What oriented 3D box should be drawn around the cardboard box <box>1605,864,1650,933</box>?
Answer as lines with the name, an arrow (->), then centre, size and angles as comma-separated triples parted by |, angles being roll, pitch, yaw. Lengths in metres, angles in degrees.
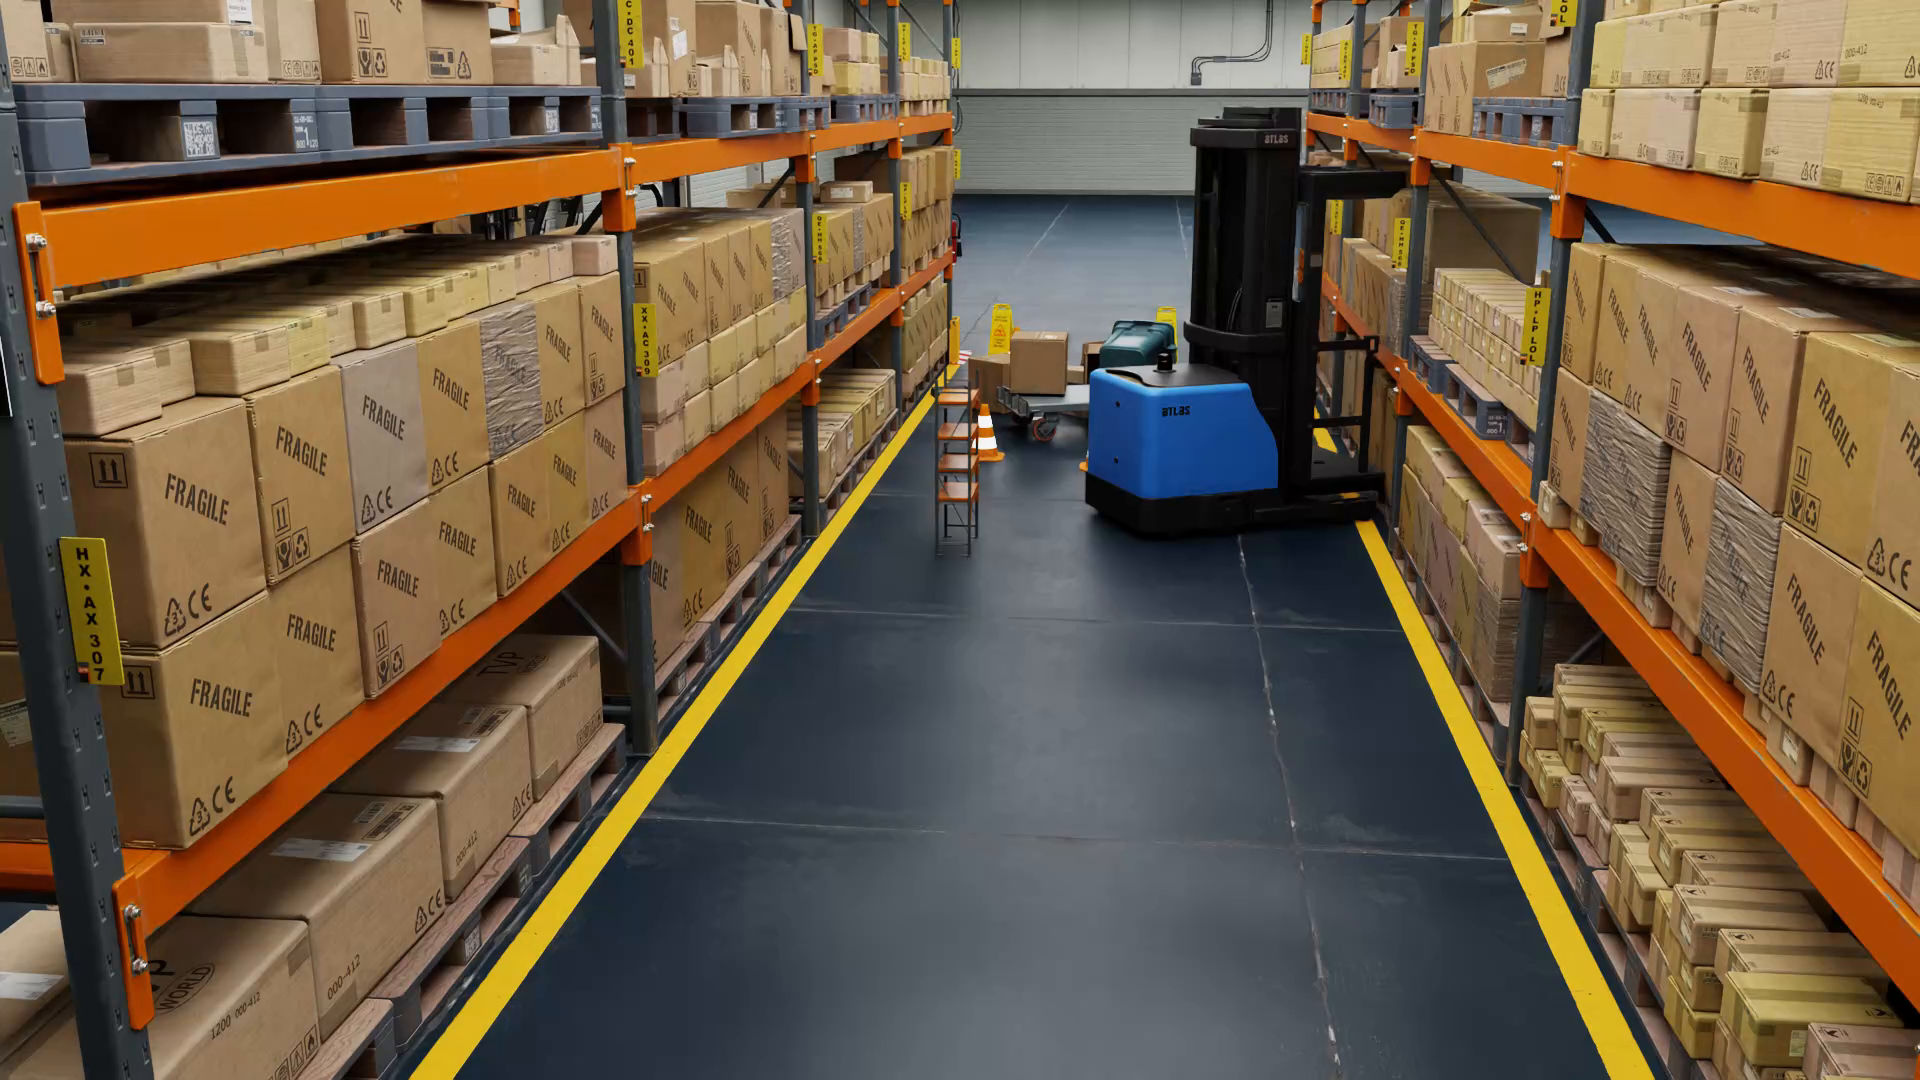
cardboard box -> 2.517, 1.270, 5.877 | 0.380, 0.149, 0.250 | 1, 15, 5

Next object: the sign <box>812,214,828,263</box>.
sign -> -0.943, -2.027, 11.193 | 0.100, 0.325, 0.005 | 2, 15, 6

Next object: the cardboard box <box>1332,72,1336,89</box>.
cardboard box -> 3.724, -4.346, 15.728 | 0.380, 0.149, 0.250 | 2, 15, 7

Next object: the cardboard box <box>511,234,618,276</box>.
cardboard box -> -1.665, -1.201, 7.007 | 0.380, 0.149, 0.250 | 1, 15, 5

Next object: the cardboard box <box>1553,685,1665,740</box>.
cardboard box -> 2.649, 0.713, 6.797 | 0.380, 0.149, 0.250 | 2, 15, 9

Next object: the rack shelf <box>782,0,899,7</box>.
rack shelf -> -1.269, -4.358, 12.683 | 1.077, 0.370, 4.000 | 2, 15, 6

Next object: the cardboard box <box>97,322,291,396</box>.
cardboard box -> -1.980, -0.471, 4.306 | 0.380, 0.149, 0.250 | 2, 15, 8

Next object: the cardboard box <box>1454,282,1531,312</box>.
cardboard box -> 3.100, -1.416, 9.691 | 0.380, 0.149, 0.250 | 1, 15, 4

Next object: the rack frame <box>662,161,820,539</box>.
rack frame -> -1.495, -1.483, 11.402 | 1.000, 3.000, 0.127 | 2, 15, 6

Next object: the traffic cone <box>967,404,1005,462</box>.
traffic cone -> 0.208, -0.933, 14.227 | 0.336, 0.463, 0.334 | 2, 15, 6

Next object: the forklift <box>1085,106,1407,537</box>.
forklift -> 2.507, -1.654, 12.162 | 3.031, 2.935, 1.130 | -6, 16, -20

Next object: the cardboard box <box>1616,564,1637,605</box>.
cardboard box -> 2.563, 0.132, 5.907 | 0.380, 0.149, 0.250 | 2, 15, 7

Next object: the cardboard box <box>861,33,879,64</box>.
cardboard box -> -0.982, -4.186, 14.176 | 0.500, 0.250, 0.500 | 2, 15, 8

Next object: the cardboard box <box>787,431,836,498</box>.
cardboard box -> -1.421, -0.564, 12.231 | 0.950, 0.372, 0.625 | 1, 15, 2

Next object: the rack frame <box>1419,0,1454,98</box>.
rack frame -> 3.435, -4.260, 10.176 | 1.000, 3.000, 0.127 | 2, 15, 6

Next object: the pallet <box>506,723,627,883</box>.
pallet -> -2.110, 1.095, 7.208 | 1.003, 0.211, 1.213 | 2, 15, 6

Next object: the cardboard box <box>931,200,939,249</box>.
cardboard box -> -0.500, -3.342, 17.513 | 0.500, 0.500, 0.500 | 2, 15, 6

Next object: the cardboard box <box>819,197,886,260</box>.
cardboard box -> -0.922, -2.660, 14.188 | 0.500, 0.500, 0.500 | 2, 15, 7

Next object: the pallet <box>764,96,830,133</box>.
pallet -> -1.515, -2.672, 10.411 | 1.213, 0.211, 1.003 | 2, 15, 9

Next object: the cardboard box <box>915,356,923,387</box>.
cardboard box -> -0.659, -1.680, 16.592 | 0.500, 0.250, 0.500 | 3, 15, 9

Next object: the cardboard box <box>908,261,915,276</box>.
cardboard box -> -0.650, -2.672, 16.278 | 0.380, 0.149, 0.250 | 2, 15, 8

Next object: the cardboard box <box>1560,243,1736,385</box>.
cardboard box -> 2.691, -0.891, 6.534 | 0.500, 0.500, 0.500 | 2, 15, 8

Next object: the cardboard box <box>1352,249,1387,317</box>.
cardboard box -> 3.444, -2.060, 13.344 | 0.500, 0.500, 0.500 | 2, 15, 6

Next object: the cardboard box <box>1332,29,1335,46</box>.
cardboard box -> 3.754, -4.795, 15.861 | 0.380, 0.149, 0.250 | 2, 15, 6

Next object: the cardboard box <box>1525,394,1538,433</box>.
cardboard box -> 2.860, -0.584, 7.752 | 0.380, 0.149, 0.250 | 2, 15, 7

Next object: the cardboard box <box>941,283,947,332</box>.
cardboard box -> -0.423, -2.580, 18.484 | 0.500, 0.500, 0.500 | 2, 15, 7

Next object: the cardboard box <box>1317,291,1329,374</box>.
cardboard box -> 4.230, -2.210, 17.353 | 0.875, 0.875, 0.875 | 1, 15, 5

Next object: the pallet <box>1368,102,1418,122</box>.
pallet -> 3.832, -3.518, 13.545 | 0.805, 0.209, 1.217 | 1, 15, 4

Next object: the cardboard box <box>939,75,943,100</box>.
cardboard box -> -0.453, -4.807, 17.663 | 0.500, 0.250, 0.500 | 1, 15, 5

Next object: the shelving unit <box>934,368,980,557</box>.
shelving unit -> -0.019, -0.536, 11.347 | 0.258, 1.200, 0.503 | 2, 15, 6

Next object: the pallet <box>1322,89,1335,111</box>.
pallet -> 4.129, -4.334, 16.366 | 1.003, 0.211, 1.213 | 2, 15, 6

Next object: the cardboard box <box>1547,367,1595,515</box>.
cardboard box -> 2.677, -0.397, 6.623 | 0.500, 0.500, 0.500 | 1, 15, 5

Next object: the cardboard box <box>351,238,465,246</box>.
cardboard box -> -2.253, -1.149, 6.815 | 0.380, 0.149, 0.250 | 2, 15, 7

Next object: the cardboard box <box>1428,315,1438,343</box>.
cardboard box -> 3.184, -1.335, 10.530 | 0.380, 0.149, 0.250 | 1, 15, 5

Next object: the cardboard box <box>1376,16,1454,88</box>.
cardboard box -> 3.353, -3.570, 12.185 | 0.500, 0.500, 0.500 | 2, 15, 6

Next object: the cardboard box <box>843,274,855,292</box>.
cardboard box -> -1.043, -2.061, 13.216 | 0.380, 0.149, 0.250 | 2, 15, 8

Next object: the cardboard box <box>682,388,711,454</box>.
cardboard box -> -1.577, -0.614, 8.474 | 0.500, 0.250, 0.500 | 1, 15, 5

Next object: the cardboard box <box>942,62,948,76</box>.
cardboard box -> -0.337, -5.174, 18.255 | 0.380, 0.149, 0.250 | 2, 15, 7

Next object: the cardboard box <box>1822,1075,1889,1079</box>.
cardboard box -> 2.340, 1.453, 4.061 | 0.380, 0.149, 0.250 | 2, 15, 7

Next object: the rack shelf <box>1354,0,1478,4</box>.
rack shelf -> 3.661, -4.238, 12.241 | 1.077, 0.370, 4.000 | 2, 15, 6

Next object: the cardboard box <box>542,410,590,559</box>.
cardboard box -> -1.797, -0.233, 6.585 | 0.500, 0.500, 0.500 | 1, 15, 5

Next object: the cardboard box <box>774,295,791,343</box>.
cardboard box -> -1.351, -1.386, 10.371 | 0.500, 0.250, 0.500 | 1, 15, 5

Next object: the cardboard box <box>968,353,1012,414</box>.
cardboard box -> 0.430, -1.553, 16.444 | 0.500, 0.500, 0.500 | -14, 20, -42

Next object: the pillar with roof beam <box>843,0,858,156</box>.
pillar with roof beam -> 1.164, -14.099, 46.565 | 9.100, 9.000, 0.400 | 2, 15, 6

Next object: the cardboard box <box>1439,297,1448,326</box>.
cardboard box -> 3.153, -1.399, 10.196 | 0.380, 0.149, 0.250 | 2, 15, 9

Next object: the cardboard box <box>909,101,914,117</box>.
cardboard box -> -0.652, -4.188, 16.137 | 0.380, 0.149, 0.250 | 1, 15, 5

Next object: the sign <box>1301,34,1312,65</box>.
sign -> 3.787, -5.365, 18.183 | 0.100, 0.325, 0.005 | 2, 15, 6

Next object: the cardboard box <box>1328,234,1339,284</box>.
cardboard box -> 3.956, -2.713, 15.662 | 0.875, 0.550, 0.550 | 2, 15, 6

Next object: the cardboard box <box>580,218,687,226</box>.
cardboard box -> -1.913, -1.631, 9.840 | 0.500, 0.500, 0.500 | 2, 15, 8

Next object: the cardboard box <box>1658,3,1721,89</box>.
cardboard box -> 2.560, -1.566, 5.291 | 0.500, 0.250, 0.500 | 2, 15, 7

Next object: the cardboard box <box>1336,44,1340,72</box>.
cardboard box -> 3.744, -4.438, 15.302 | 0.500, 0.250, 0.500 | 2, 15, 6

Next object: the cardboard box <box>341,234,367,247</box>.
cardboard box -> -5.777, -2.700, 15.231 | 0.500, 0.250, 0.500 | 1, 15, 5

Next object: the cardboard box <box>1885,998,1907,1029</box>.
cardboard box -> 2.498, 1.394, 4.847 | 0.380, 0.149, 0.250 | 2, 15, 6

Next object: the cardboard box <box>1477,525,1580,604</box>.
cardboard box -> 2.817, 0.115, 8.038 | 0.500, 0.250, 0.500 | 1, 15, 5
